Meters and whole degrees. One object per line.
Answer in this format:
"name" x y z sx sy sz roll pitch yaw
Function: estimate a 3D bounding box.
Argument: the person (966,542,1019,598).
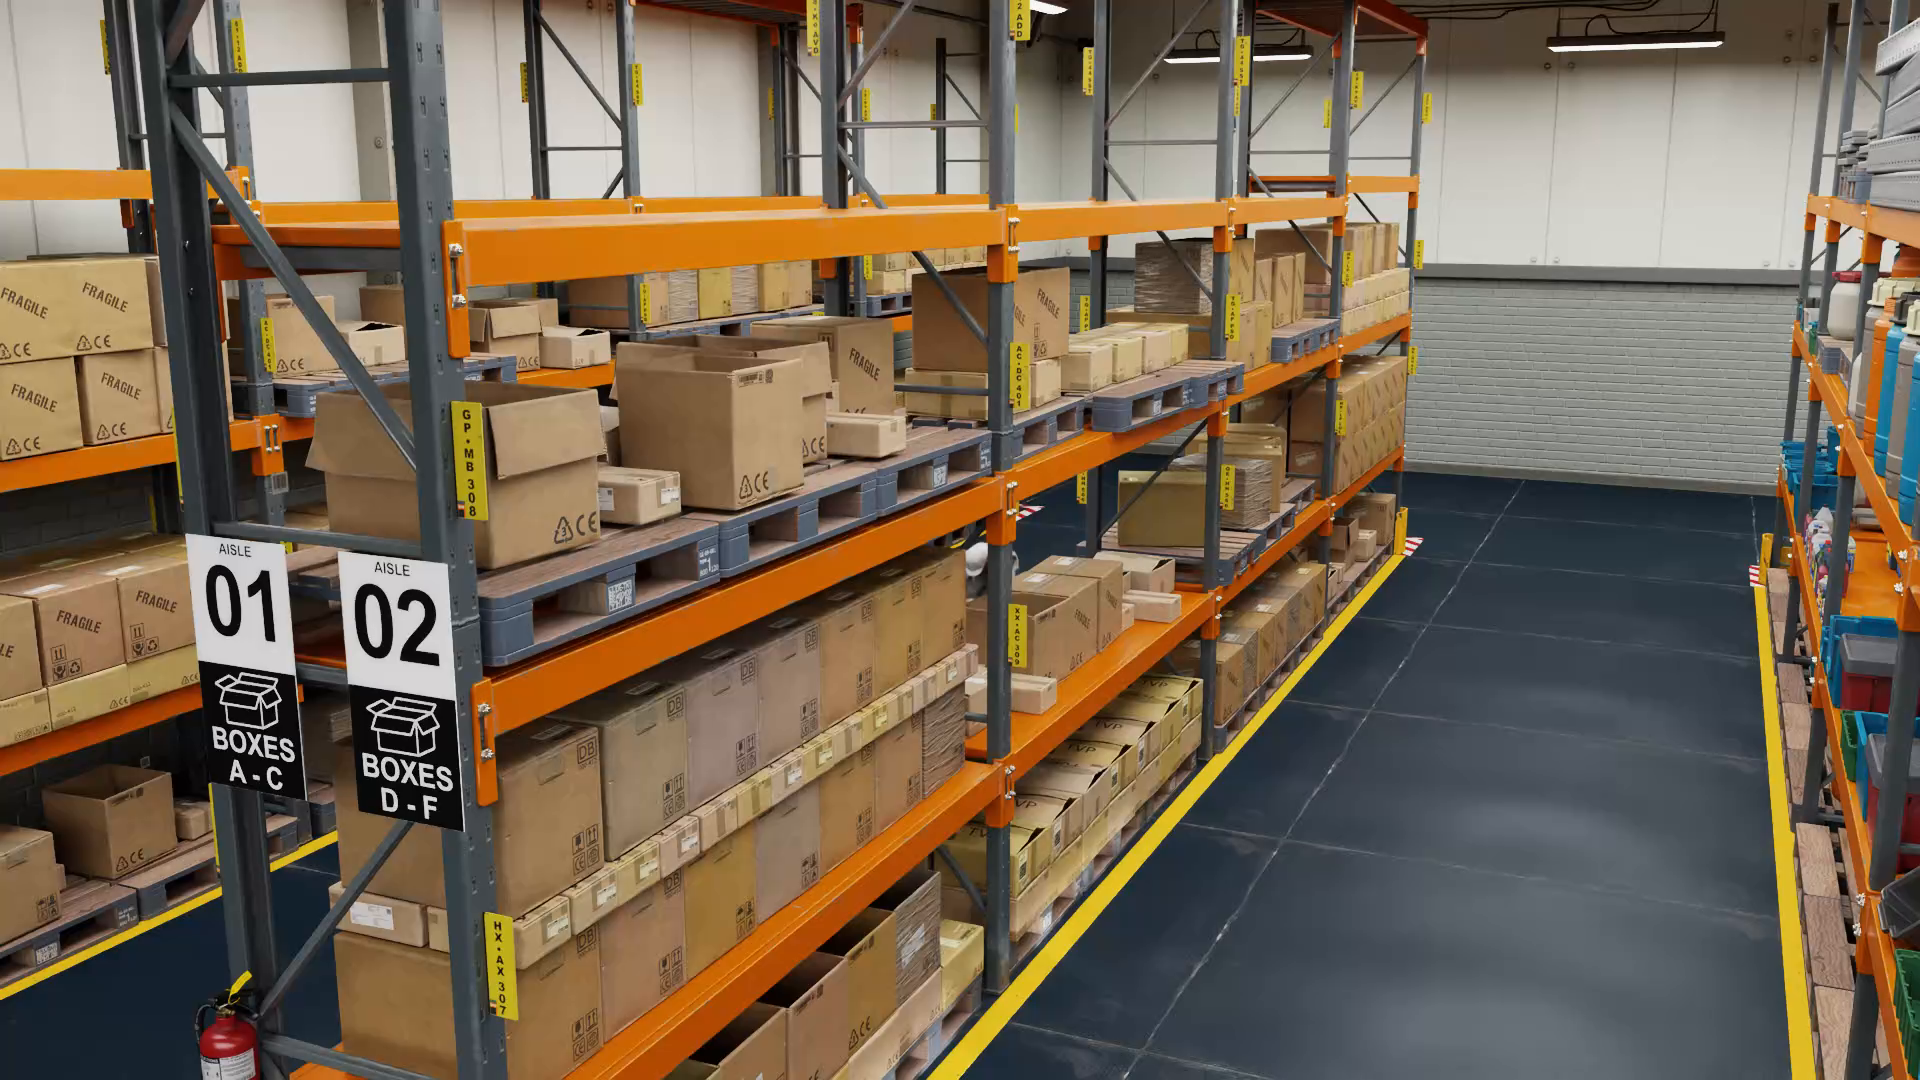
"person" 0.255 0.474 15.616 0.536 0.985 0.946 5 13 21
